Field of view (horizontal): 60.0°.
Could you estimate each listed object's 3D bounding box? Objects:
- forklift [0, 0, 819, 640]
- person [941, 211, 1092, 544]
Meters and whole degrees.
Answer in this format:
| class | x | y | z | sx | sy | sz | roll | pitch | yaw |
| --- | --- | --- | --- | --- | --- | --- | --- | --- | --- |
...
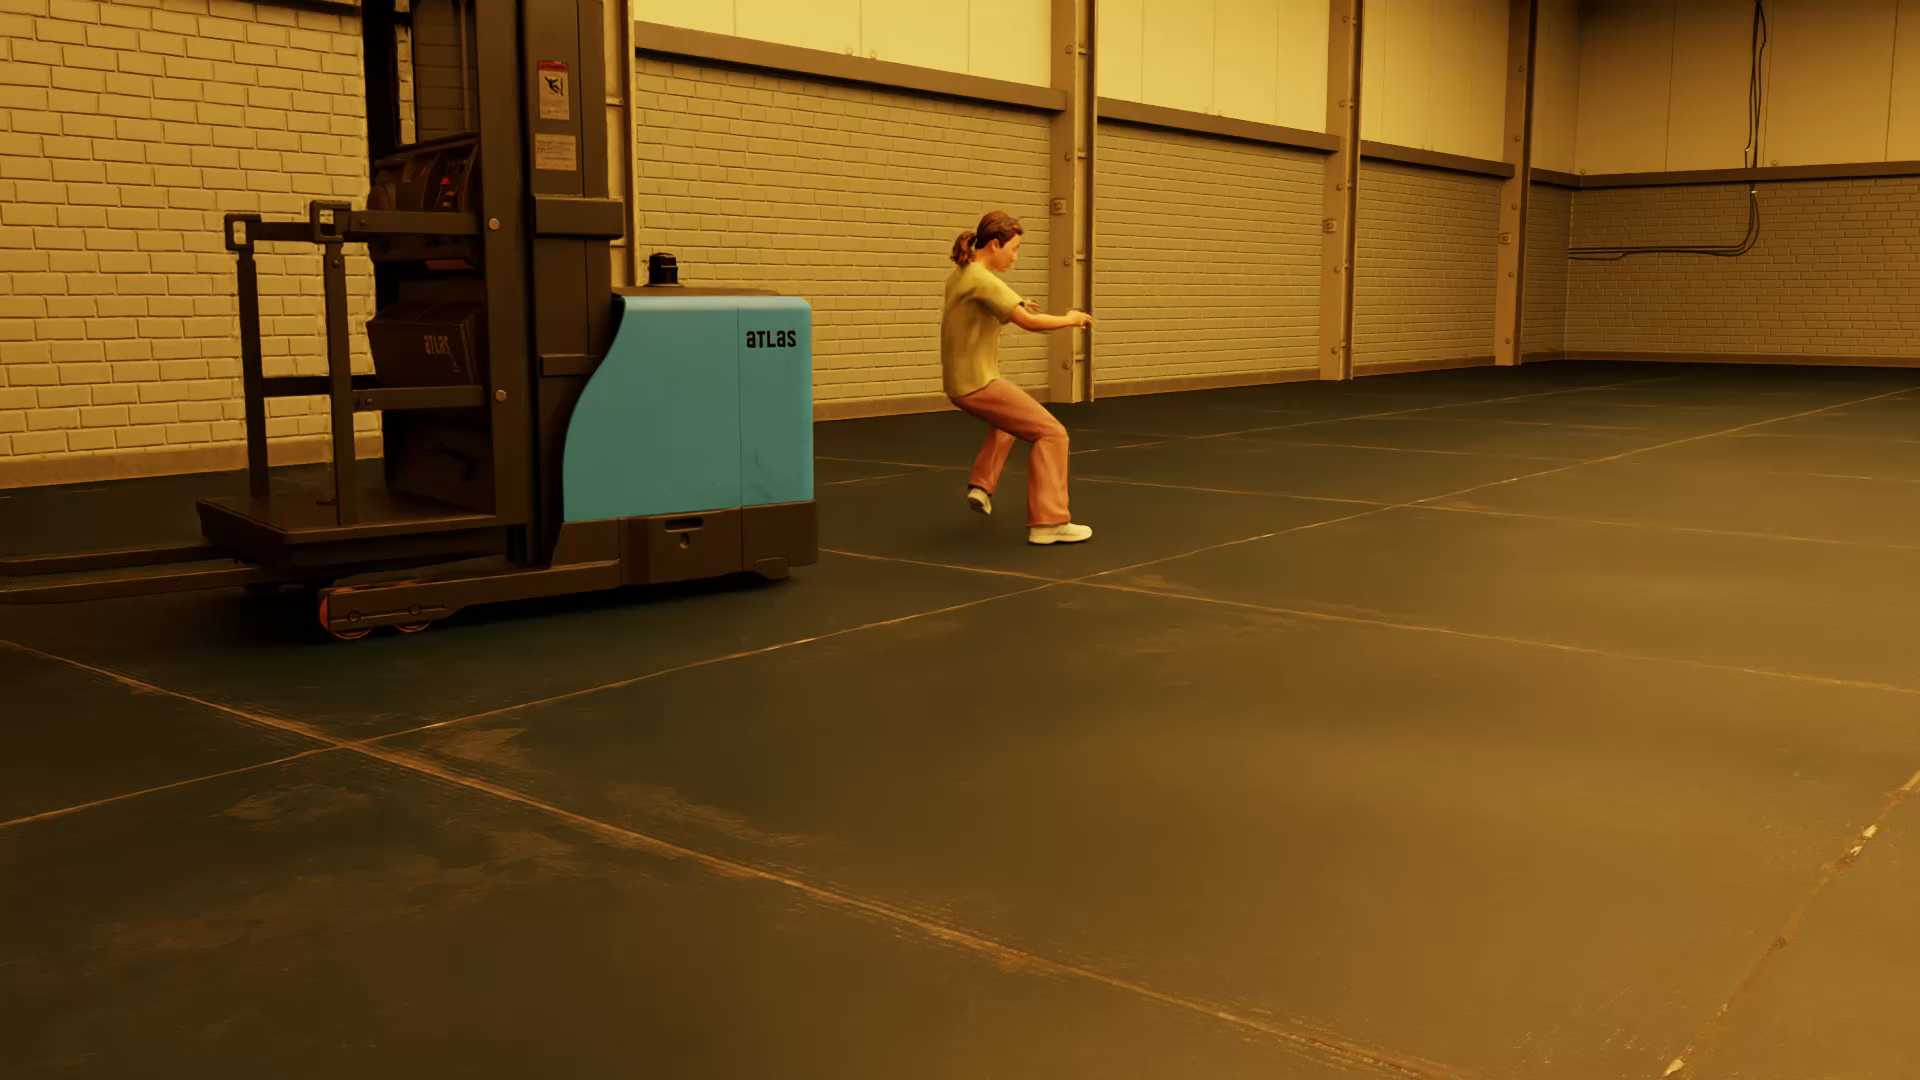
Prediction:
| class | x | y | z | sx | sy | sz | roll | pitch | yaw |
| --- | --- | --- | --- | --- | --- | --- | --- | --- | --- |
| forklift | -2.017 | -1.220 | 5.620 | 3.031 | 2.935 | 1.130 | -6 | 10 | -37 |
| person | 0.245 | -0.765 | 7.612 | 0.655 | 1.453 | 0.995 | -2 | 9 | -12 |
